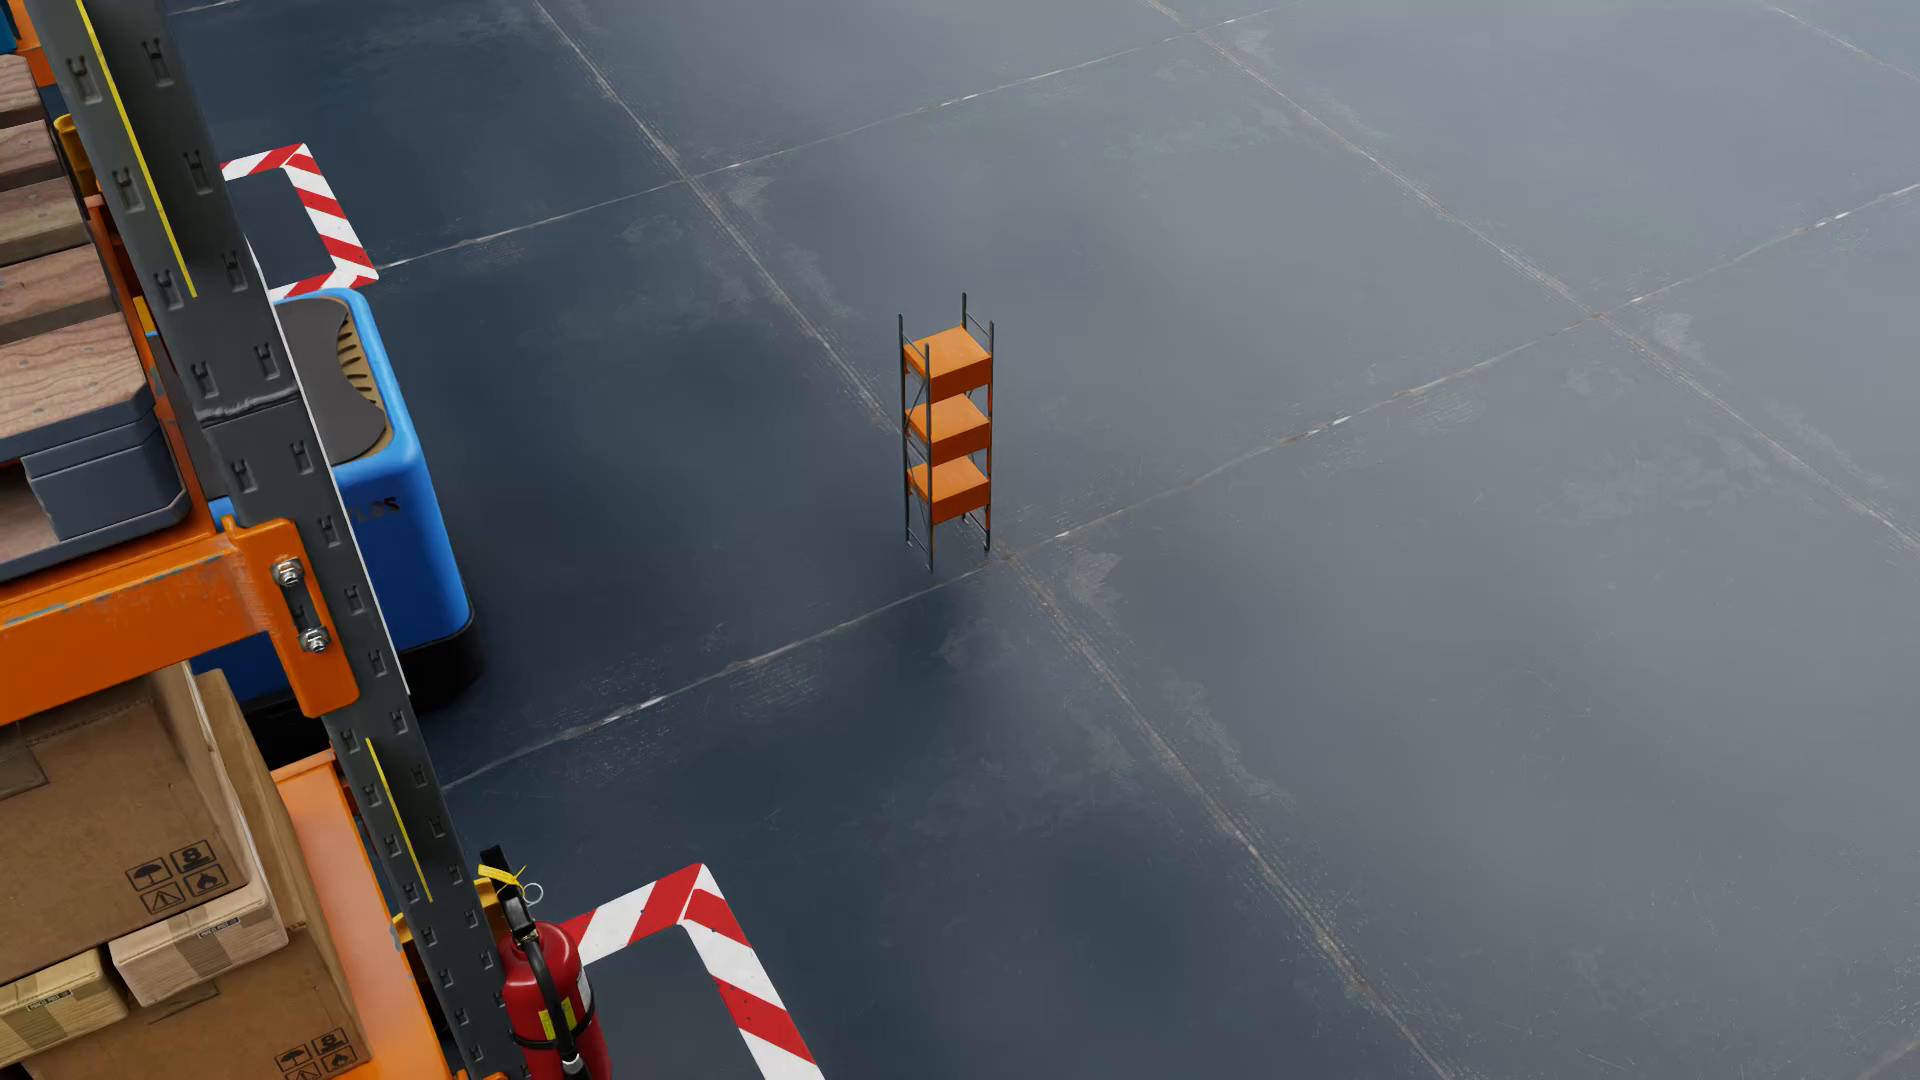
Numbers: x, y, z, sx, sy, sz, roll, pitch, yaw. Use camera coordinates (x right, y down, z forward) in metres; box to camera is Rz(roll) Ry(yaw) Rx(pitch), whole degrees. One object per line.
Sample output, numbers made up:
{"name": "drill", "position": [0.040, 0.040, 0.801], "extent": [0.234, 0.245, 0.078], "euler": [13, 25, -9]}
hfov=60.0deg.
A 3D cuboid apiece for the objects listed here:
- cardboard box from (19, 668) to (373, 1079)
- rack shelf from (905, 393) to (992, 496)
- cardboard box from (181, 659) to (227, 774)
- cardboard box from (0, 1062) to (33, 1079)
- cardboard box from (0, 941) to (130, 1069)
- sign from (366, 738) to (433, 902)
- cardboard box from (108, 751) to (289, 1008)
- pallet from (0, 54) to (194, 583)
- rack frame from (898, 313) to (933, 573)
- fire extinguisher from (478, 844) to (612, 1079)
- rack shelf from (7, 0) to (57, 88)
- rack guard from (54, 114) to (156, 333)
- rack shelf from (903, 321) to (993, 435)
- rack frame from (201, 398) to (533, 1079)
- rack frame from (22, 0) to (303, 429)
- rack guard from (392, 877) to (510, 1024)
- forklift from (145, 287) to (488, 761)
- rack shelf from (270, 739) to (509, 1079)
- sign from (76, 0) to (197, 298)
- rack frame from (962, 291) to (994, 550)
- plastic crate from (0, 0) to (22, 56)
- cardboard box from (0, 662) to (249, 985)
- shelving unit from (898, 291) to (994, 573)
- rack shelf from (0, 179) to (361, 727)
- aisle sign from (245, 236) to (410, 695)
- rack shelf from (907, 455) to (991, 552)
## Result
{"name": "cardboard box", "position": [-1.557, 0.733, 3.270], "extent": [0.500, 0.500, 0.700], "euler": [-22, 48, -21]}
{"name": "rack shelf", "position": [-0.046, -0.351, 5.873], "extent": [0.240, 0.259, 0.215], "euler": [-22, 48, -21]}
{"name": "cardboard box", "position": [-1.593, 0.352, 3.196], "extent": [0.250, 0.149, 0.380], "euler": [-22, 48, -21]}
{"name": "cardboard box", "position": [-2.010, 0.918, 3.079], "extent": [0.500, 0.500, 0.700], "euler": [-21, 48, -20]}
{"name": "cardboard box", "position": [-1.609, 0.685, 2.853], "extent": [0.250, 0.149, 0.380], "euler": [-21, 48, -20]}
{"name": "sign", "position": [-0.888, 0.446, 2.635], "extent": [0.005, 0.325, 0.100], "euler": [-22, 48, -21]}
{"name": "cardboard box", "position": [-1.382, 0.593, 2.947], "extent": [0.250, 0.149, 0.380], "euler": [-23, 49, -22]}
{"name": "pallet", "position": [-1.772, -0.201, 2.213], "extent": [1.213, 0.211, 1.003], "euler": [-22, 48, -21]}
{"name": "rack frame", "position": [-0.152, -0.316, 5.822], "extent": [0.008, 1.050, 0.200], "euler": [-22, 48, -21]}
{"name": "fire extinguisher", "position": [-0.812, 0.881, 3.244], "extent": [0.183, 0.674, 0.296], "euler": [-22, 48, -21]}
{"name": "rack shelf", "position": [-5.344, -1.426, 6.082], "extent": [4.000, 0.370, 1.077], "euler": [-22, 48, -21]}
{"name": "rack guard", "position": [-3.653, -1.426, 7.361], "extent": [0.348, 0.500, 1.175], "euler": [-22, 48, -21]}
{"name": "rack shelf", "position": [-0.046, -0.554, 5.675], "extent": [0.240, 0.259, 0.215], "euler": [-22, 48, -21]}
{"name": "rack frame", "position": [-1.146, 0.614, 3.463], "extent": [0.127, 3.000, 1.000], "euler": [-22, 48, -21]}
{"name": "rack frame", "position": [-1.146, -1.539, 1.374], "extent": [0.127, 3.000, 1.000], "euler": [-22, 48, -21]}
{"name": "rack guard", "position": [-1.125, 1.503, 4.342], "extent": [0.348, 0.500, 1.175], "euler": [-22, 48, -21]}
{"name": "forklift", "position": [-3.179, -0.411, 4.569], "extent": [3.031, 2.935, 1.130], "euler": [-18, 47, -18]}
{"name": "rack shelf", "position": [-2.880, 1.566, 2.999], "extent": [4.000, 0.370, 1.077], "euler": [-22, 48, -21]}
{"name": "sign", "position": [-0.888, -0.419, 1.795], "extent": [0.005, 0.325, 0.100], "euler": [-22, 48, -21]}
{"name": "rack frame", "position": [0.059, -0.401, 5.909], "extent": [0.008, 1.050, 0.200], "euler": [-22, 48, -21]}
{"name": "plastic crate", "position": [-3.895, -1.971, 6.233], "extent": [0.616, 0.251, 0.499], "euler": [-22, 48, -21]}
{"name": "cardboard box", "position": [-1.603, 0.285, 2.799], "extent": [0.500, 0.500, 0.700], "euler": [-22, 48, -21]}
{"name": "shelving unit", "position": [-0.046, -0.358, 5.865], "extent": [0.252, 1.050, 0.215], "euler": [-22, 48, -21]}
{"name": "rack shelf", "position": [-2.880, 0.490, 1.954], "extent": [4.000, 0.370, 1.077], "euler": [-22, 48, -21]}
{"name": "aisle sign", "position": [-0.943, -0.164, 2.399], "extent": [0.004, 0.787, 0.394], "euler": [-22, 48, -21]}
{"name": "rack shelf", "position": [-0.046, -0.151, 6.066], "extent": [0.240, 0.259, 0.215], "euler": [-22, 48, -21]}
